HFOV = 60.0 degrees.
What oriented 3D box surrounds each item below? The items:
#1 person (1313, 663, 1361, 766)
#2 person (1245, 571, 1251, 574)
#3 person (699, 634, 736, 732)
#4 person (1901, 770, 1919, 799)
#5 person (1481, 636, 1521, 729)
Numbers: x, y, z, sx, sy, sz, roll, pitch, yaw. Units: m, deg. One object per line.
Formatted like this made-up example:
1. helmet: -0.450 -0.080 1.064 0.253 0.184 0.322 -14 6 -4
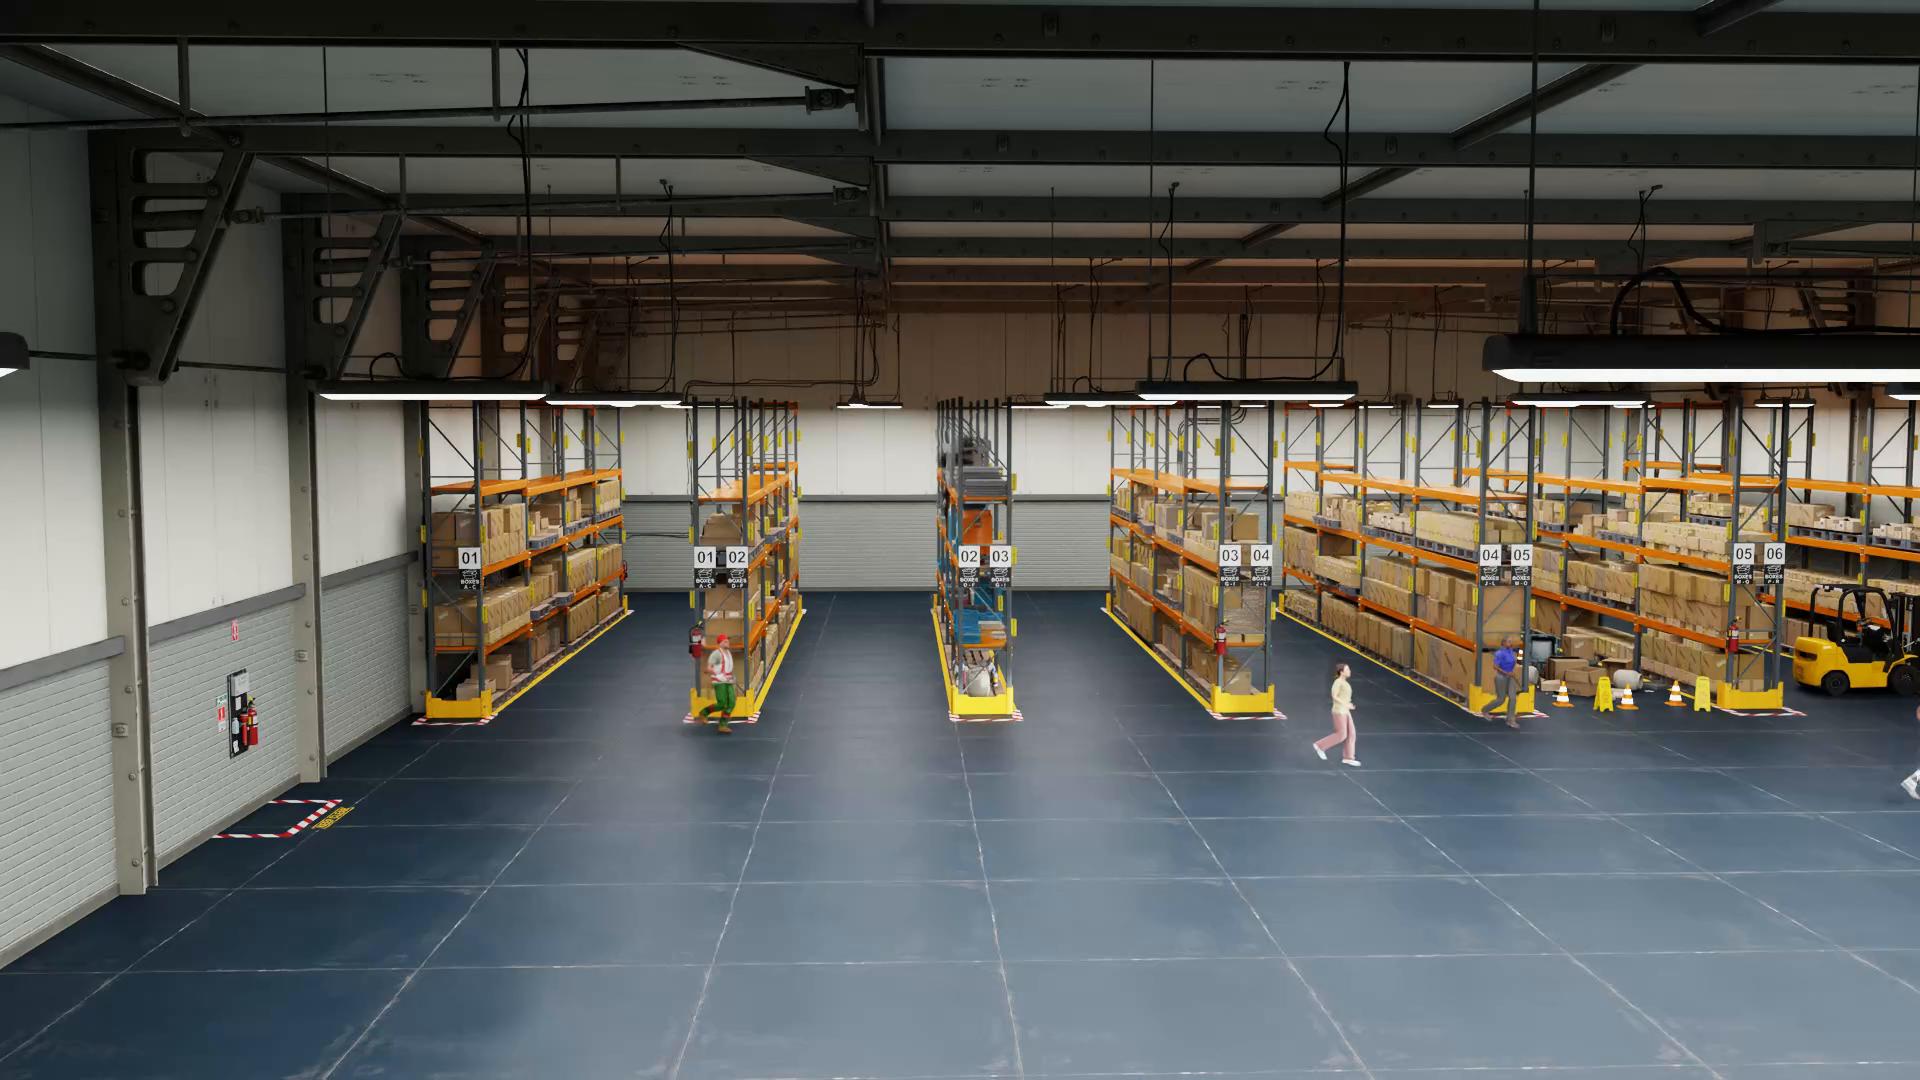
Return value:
1. person: 6.152 2.816 27.020 0.772 1.669 0.602 2 5 26
2. person: 7.955 1.301 46.894 0.589 1.601 0.510 1 5 15
3. person: -4.303 2.555 29.827 0.670 1.741 0.688 2 5 28
4. person: 14.228 2.936 24.084 0.999 1.772 0.664 3 5 31
5. person: 9.909 2.573 30.336 0.600 1.651 0.779 -3 5 -36
